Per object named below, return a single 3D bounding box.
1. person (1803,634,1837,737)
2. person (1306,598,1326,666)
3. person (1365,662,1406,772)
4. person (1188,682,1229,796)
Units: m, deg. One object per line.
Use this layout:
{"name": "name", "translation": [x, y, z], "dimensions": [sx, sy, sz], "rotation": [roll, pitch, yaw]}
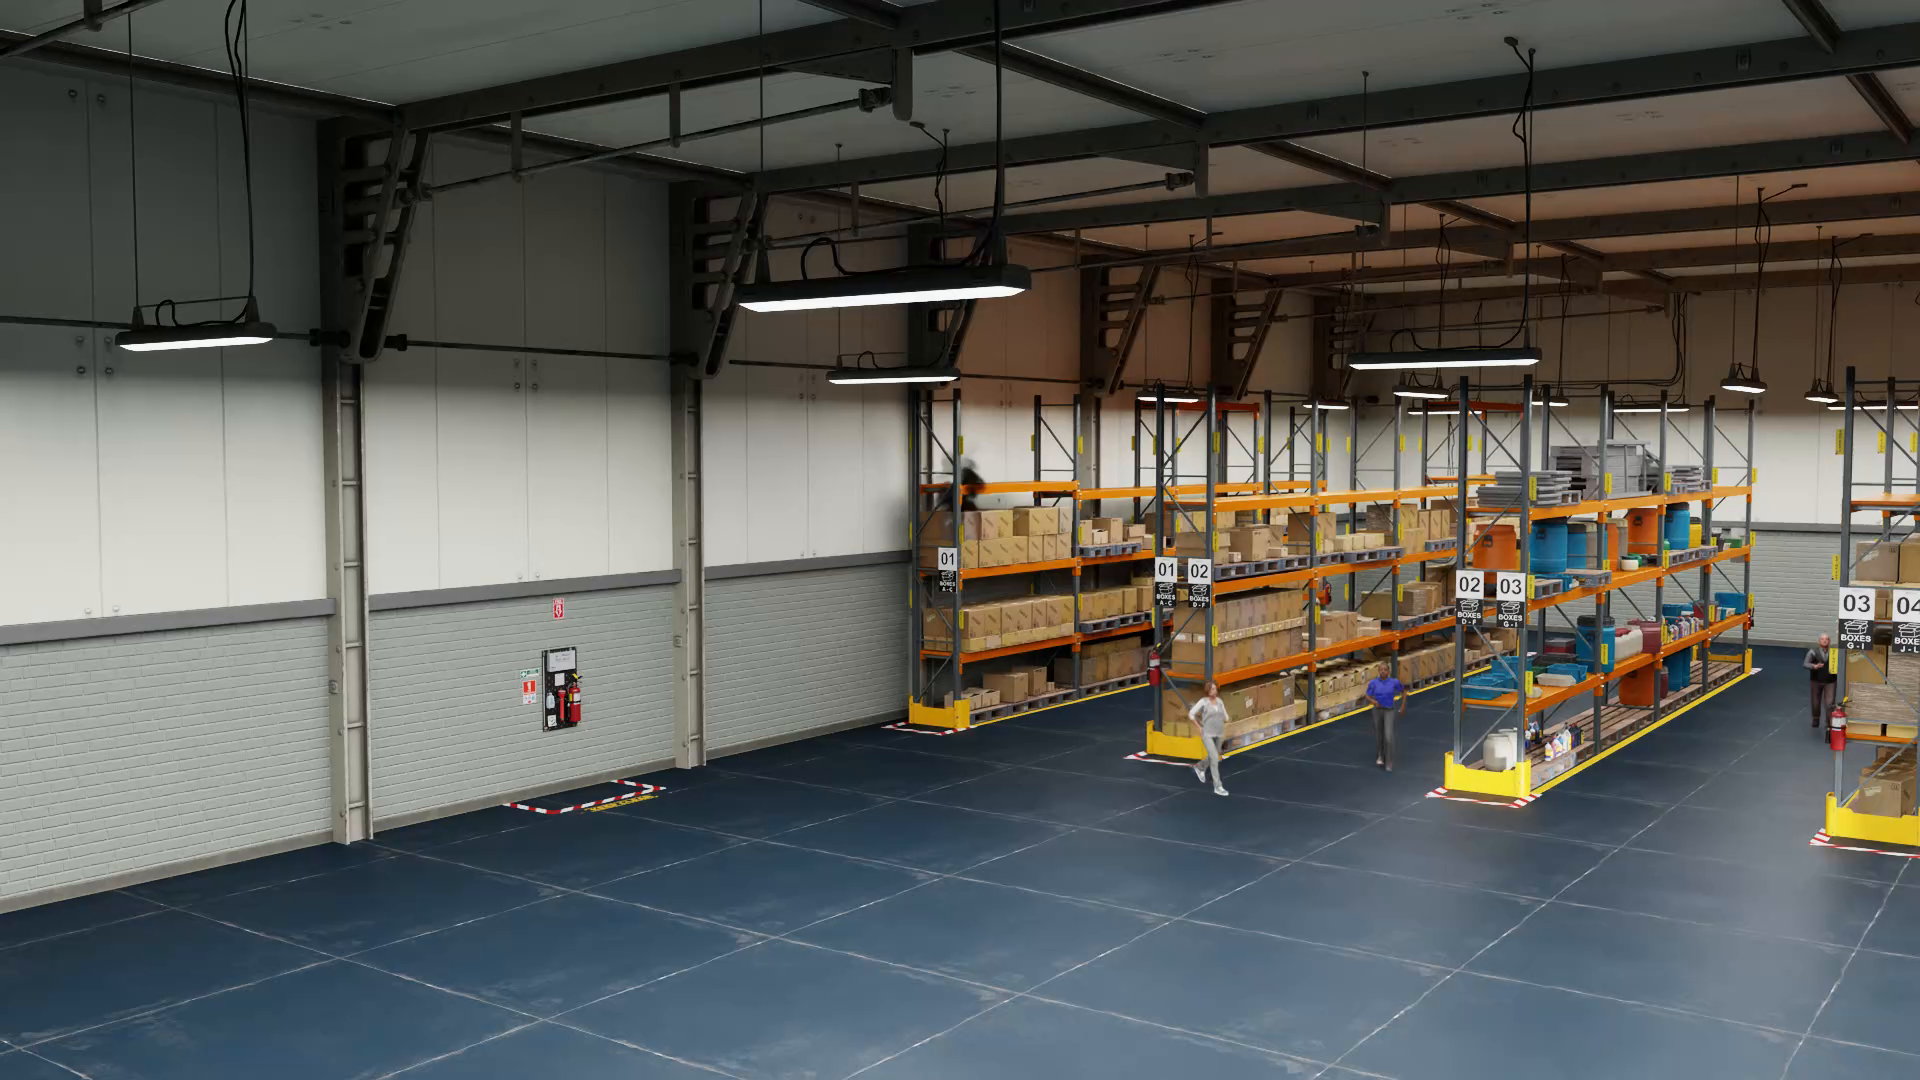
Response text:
{"name": "person", "translation": [14.958, 2.482, 28.787], "dimensions": [0.660, 1.716, 0.954], "rotation": [2, 4, 26]}
{"name": "person", "translation": [7.582, 2.134, 35.124], "dimensions": [0.704, 1.835, 0.745], "rotation": [3, 4, 41]}
{"name": "person", "translation": [6.547, 2.739, 25.620], "dimensions": [0.597, 1.723, 0.723], "rotation": [1, 3, 19]}
{"name": "person", "translation": [3.609, 2.825, 23.941], "dimensions": [0.541, 1.578, 0.886], "rotation": [-2, 4, -28]}
